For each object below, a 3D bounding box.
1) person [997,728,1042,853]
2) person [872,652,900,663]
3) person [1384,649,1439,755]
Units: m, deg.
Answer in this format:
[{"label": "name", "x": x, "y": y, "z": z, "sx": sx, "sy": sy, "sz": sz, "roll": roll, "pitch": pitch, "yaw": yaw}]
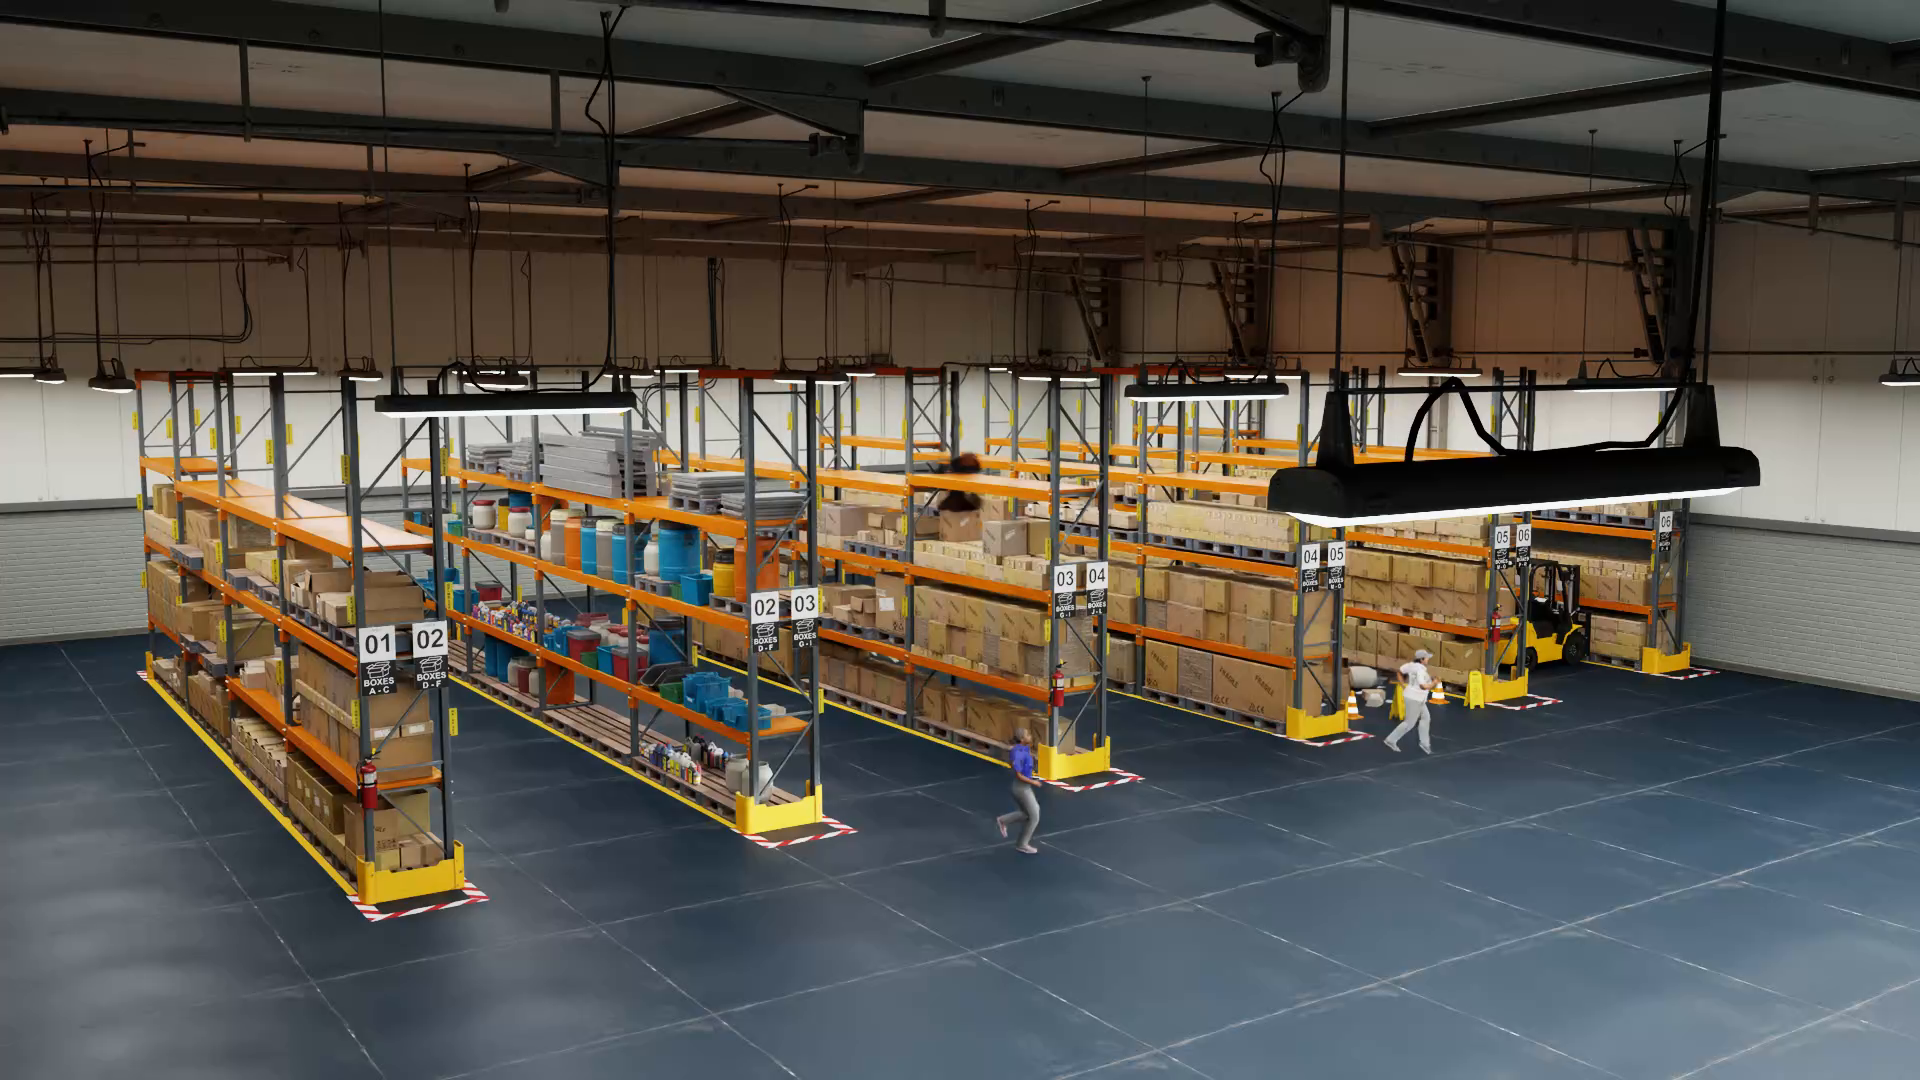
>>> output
[{"label": "person", "x": 0.769, "y": 3.175, "z": 21.083, "sx": 0.532, "sy": 1.606, "sz": 0.618, "roll": 0, "pitch": 6, "yaw": -3}, {"label": "person", "x": -1.534, "y": 1.637, "z": 34.239, "sx": 0.583, "sy": 1.696, "sz": 0.856, "roll": -5, "pitch": 8, "yaw": -40}, {"label": "person", "x": 7.101, "y": 2.580, "z": 26.154, "sx": 0.839, "sy": 1.742, "sz": 0.591, "roll": 0, "pitch": 6, "yaw": 4}]
